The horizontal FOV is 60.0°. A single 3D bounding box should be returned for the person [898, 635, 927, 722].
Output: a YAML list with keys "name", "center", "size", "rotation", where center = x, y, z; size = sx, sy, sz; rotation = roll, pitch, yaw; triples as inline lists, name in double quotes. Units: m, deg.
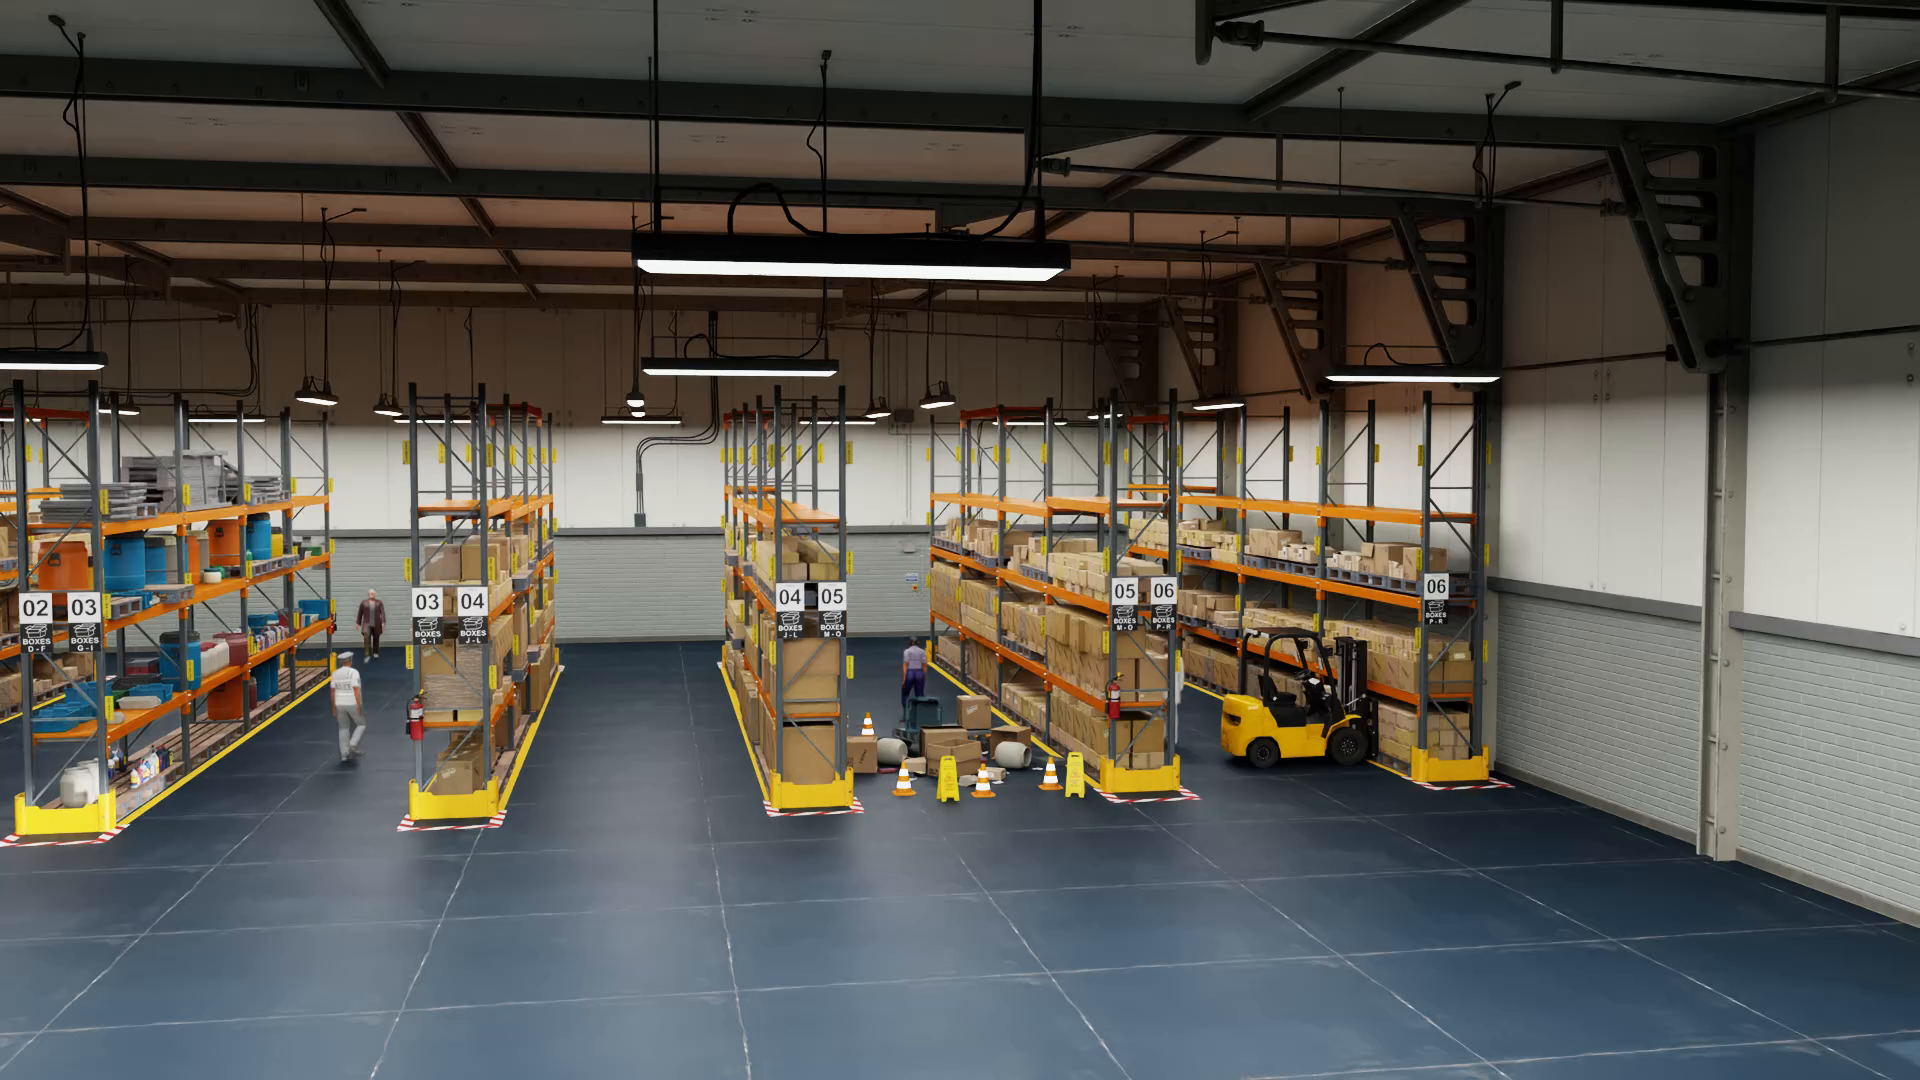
- name: "person"
  center: [-0.854, 2.631, 31.139]
  size: [0.514, 1.687, 0.627]
  rotation: [-1, 3, -20]

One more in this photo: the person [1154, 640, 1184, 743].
- name: "person"
  center: [3.647, 2.673, 28.969]
  size: [0.607, 1.834, 0.608]
  rotation: [-1, 3, -15]

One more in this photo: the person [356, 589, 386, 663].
- name: "person"
  center: [-14.337, 2.063, 40.472]
  size: [0.703, 1.728, 1.100]
  rotation: [-1, 3, -20]

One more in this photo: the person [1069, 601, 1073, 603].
- name: "person"
  center: [2.494, 2.242, 37.053]
  size: [0.555, 1.808, 0.537]
  rotation: [-1, 3, -21]

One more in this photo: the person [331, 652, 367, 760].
- name: "person"
  center: [-10.073, 2.729, 27.375]
  size: [0.599, 1.755, 0.533]
  rotation: [0, 3, 0]
